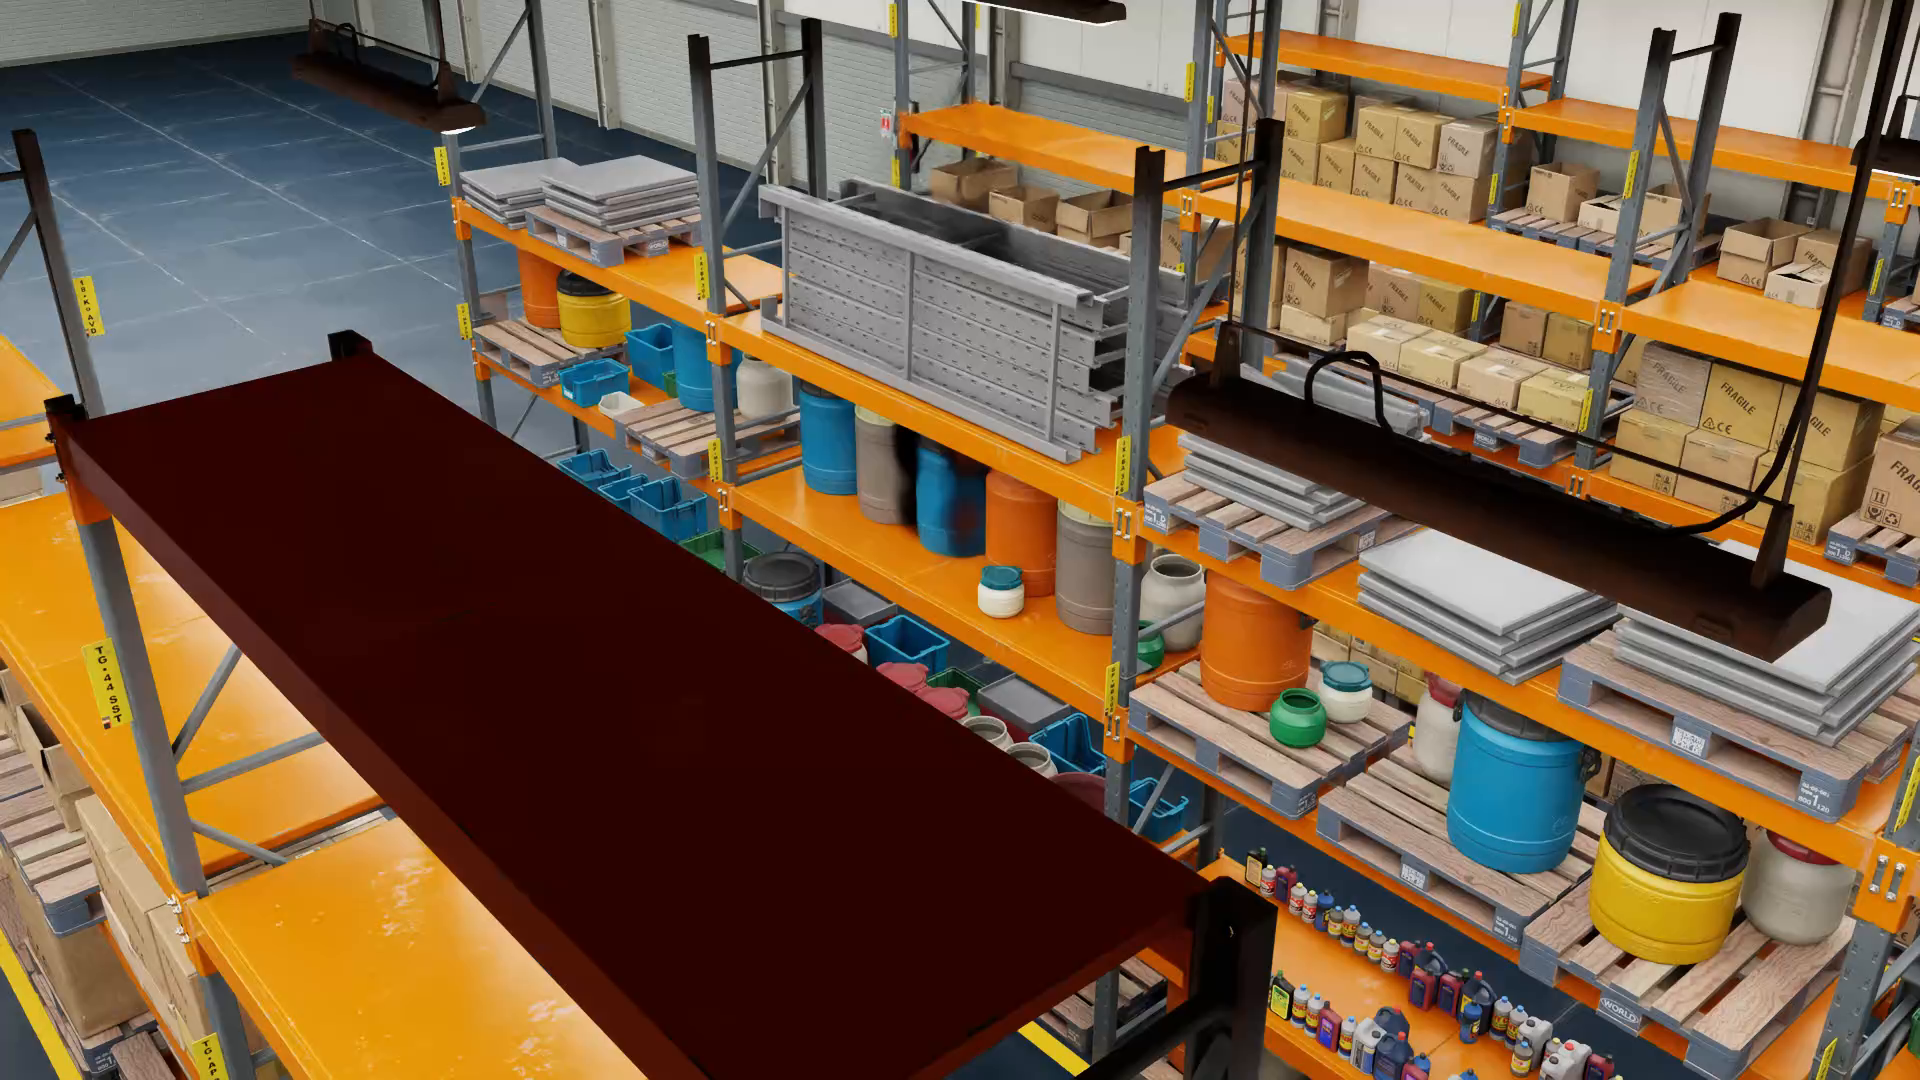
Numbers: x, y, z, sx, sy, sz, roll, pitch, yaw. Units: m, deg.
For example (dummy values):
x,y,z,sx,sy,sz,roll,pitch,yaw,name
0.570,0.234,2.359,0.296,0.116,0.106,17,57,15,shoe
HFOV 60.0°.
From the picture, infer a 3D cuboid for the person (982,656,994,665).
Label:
x,y,z,sx,sy,sz,roll,pitch,yaw,name
0.427,0.413,14.288,0.735,1.790,0.595,15,31,28,person
